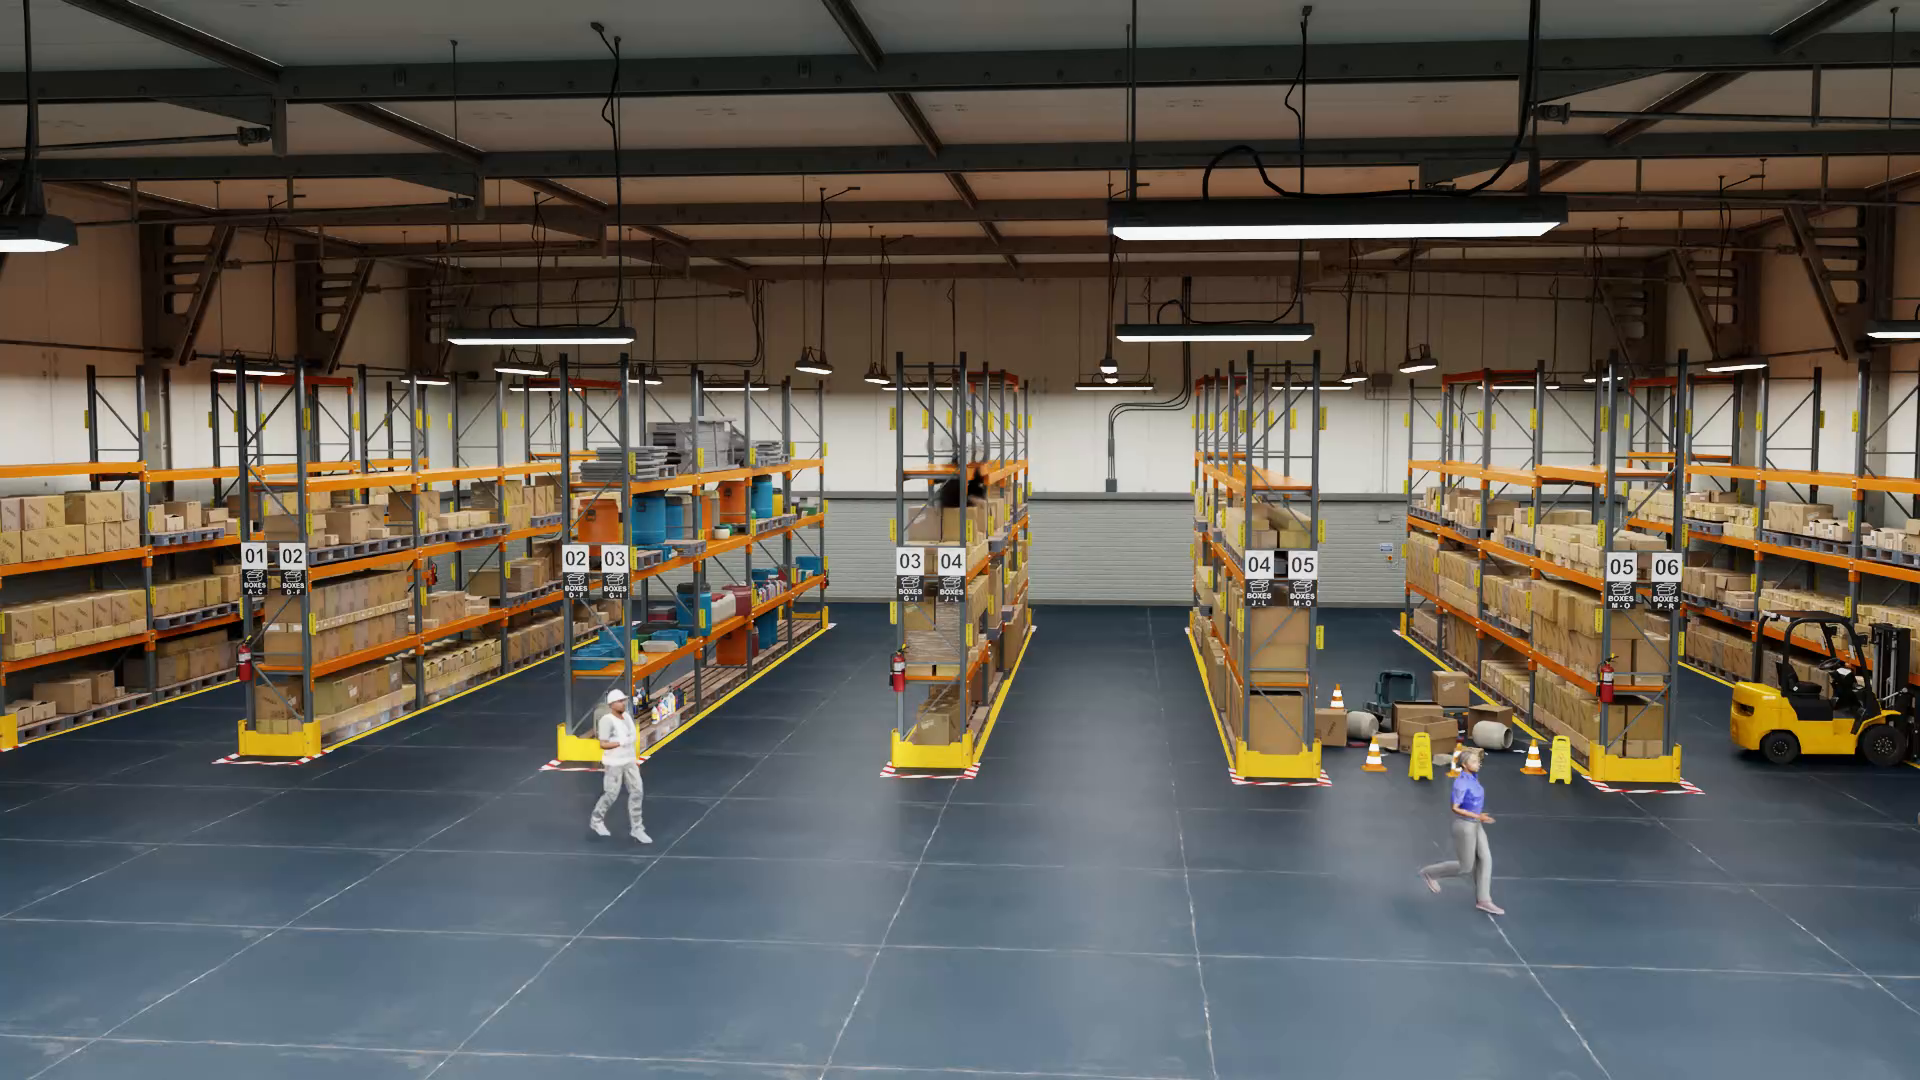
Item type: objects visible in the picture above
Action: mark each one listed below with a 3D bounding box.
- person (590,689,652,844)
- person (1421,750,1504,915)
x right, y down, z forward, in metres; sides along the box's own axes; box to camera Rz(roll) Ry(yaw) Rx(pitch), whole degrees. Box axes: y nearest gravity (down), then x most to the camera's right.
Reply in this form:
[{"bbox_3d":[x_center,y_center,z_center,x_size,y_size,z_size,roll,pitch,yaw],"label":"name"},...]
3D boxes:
[{"bbox_3d":[-4.057,2.687,19.777,0.824,1.823,0.664,2,5,29],"label":"person"},{"bbox_3d":[5.182,2.974,17.074,0.851,1.650,0.579,3,5,37],"label":"person"}]
